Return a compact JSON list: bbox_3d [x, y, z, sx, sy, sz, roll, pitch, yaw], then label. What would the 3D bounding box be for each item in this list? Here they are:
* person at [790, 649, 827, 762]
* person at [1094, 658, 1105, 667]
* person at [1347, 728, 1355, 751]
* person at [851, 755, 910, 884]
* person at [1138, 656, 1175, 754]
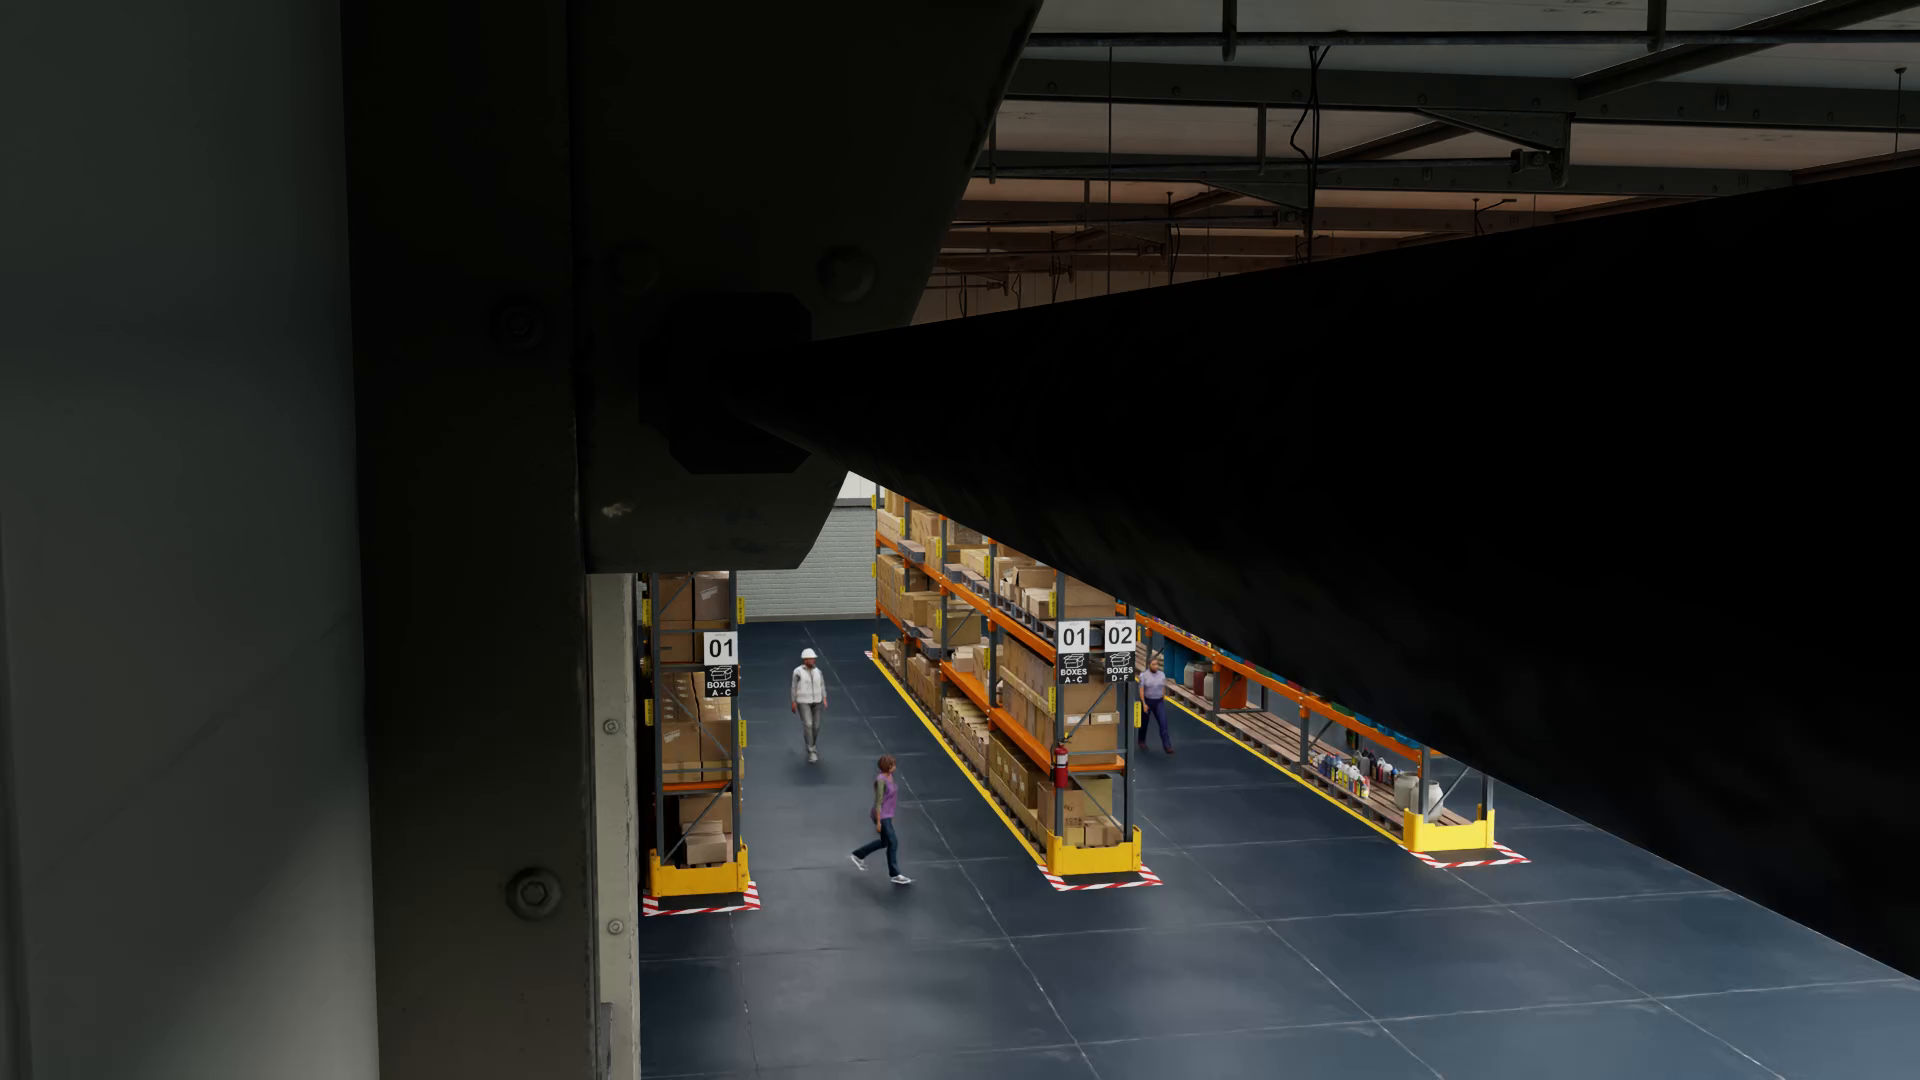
[{"bbox_3d":[-2.399,2.686,27.186,0.570,1.772,0.768,-4,7,-34],"label":"person"},{"bbox_3d":[2.862,2.004,33.868,0.579,1.669,1.061,1,6,11],"label":"person"},{"bbox_3d":[6.630,2.591,27.867,0.625,1.816,0.606,-2,6,-17],"label":"person"},{"bbox_3d":[-0.976,3.429,20.624,0.812,1.562,0.447,1,6,12],"label":"person"},{"bbox_3d":[3.198,2.712,27.384,0.518,1.588,1.041,0,6,-4],"label":"person"}]
